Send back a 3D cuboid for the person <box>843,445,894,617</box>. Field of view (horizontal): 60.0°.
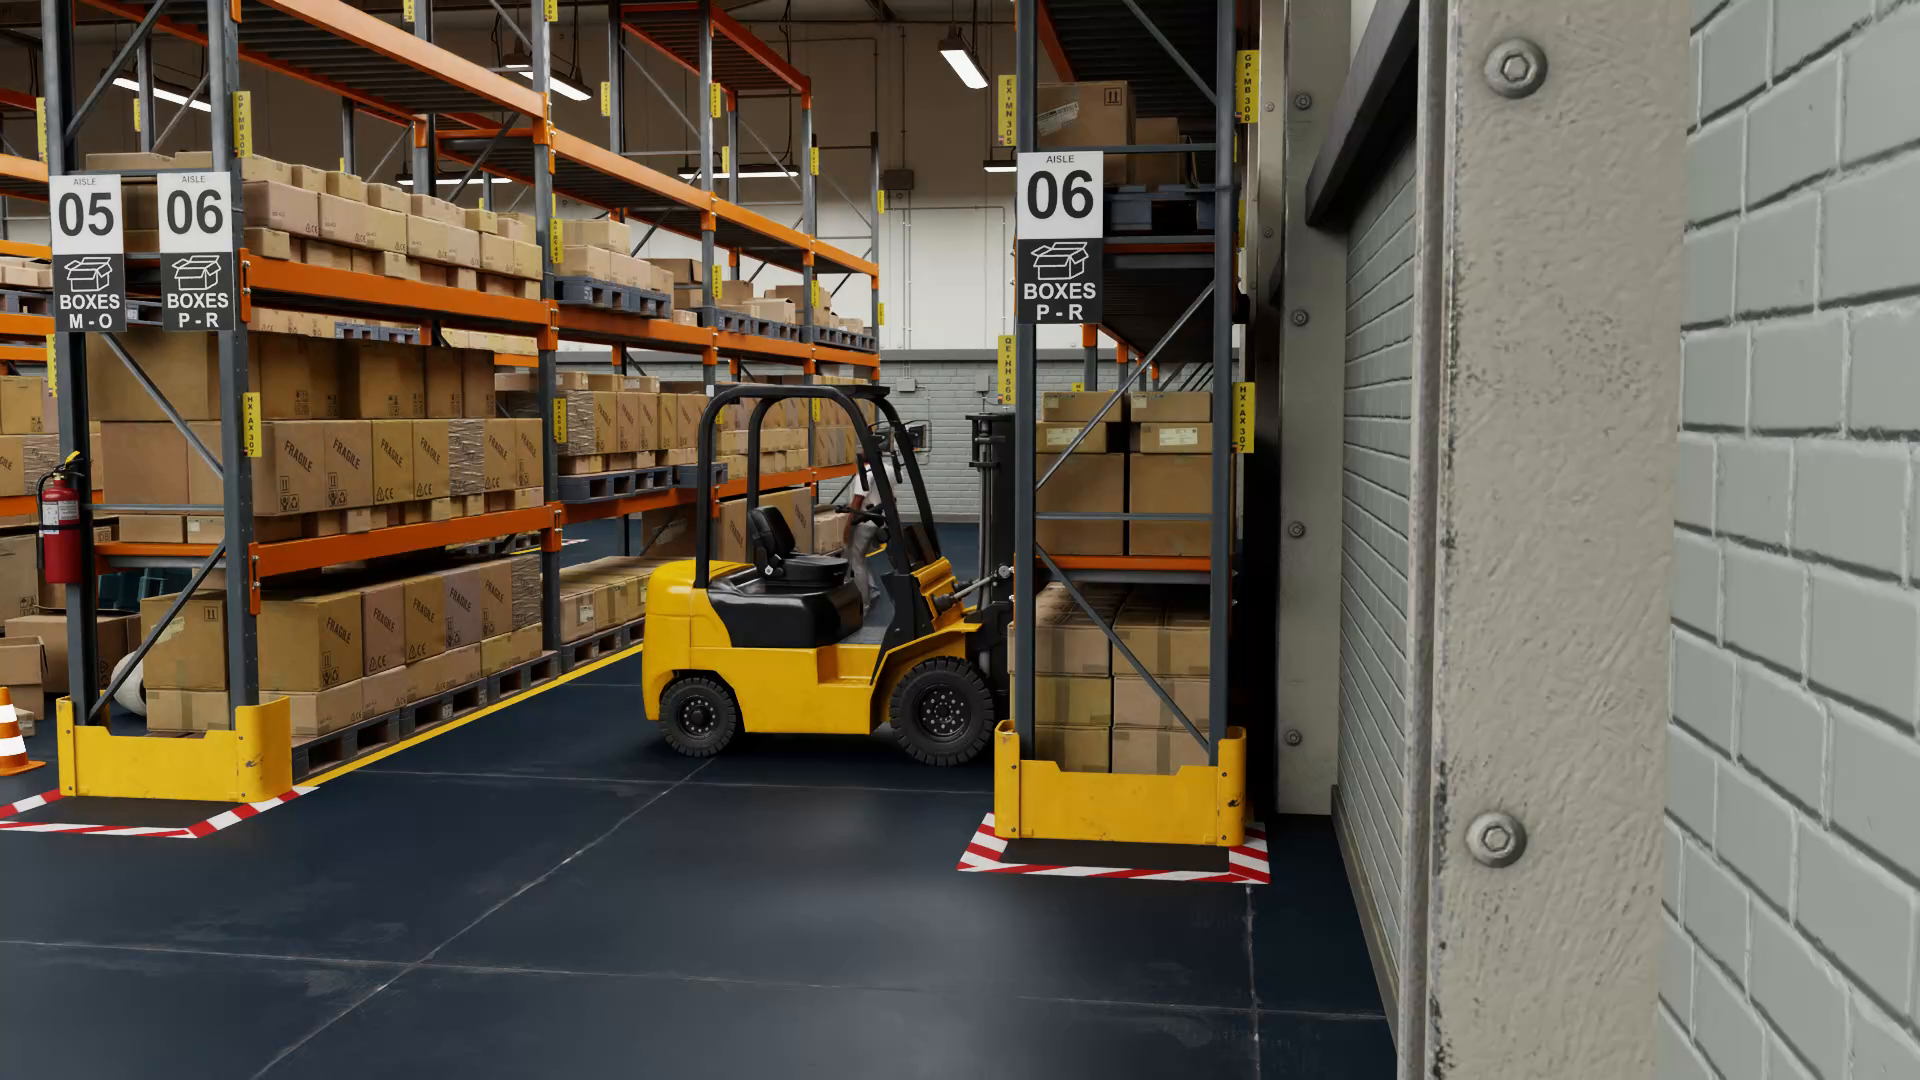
[{"bbox_3d":[-0.950,-0.143,16.153,0.516,1.763,0.607,2,5,25],"label":"person"}]
